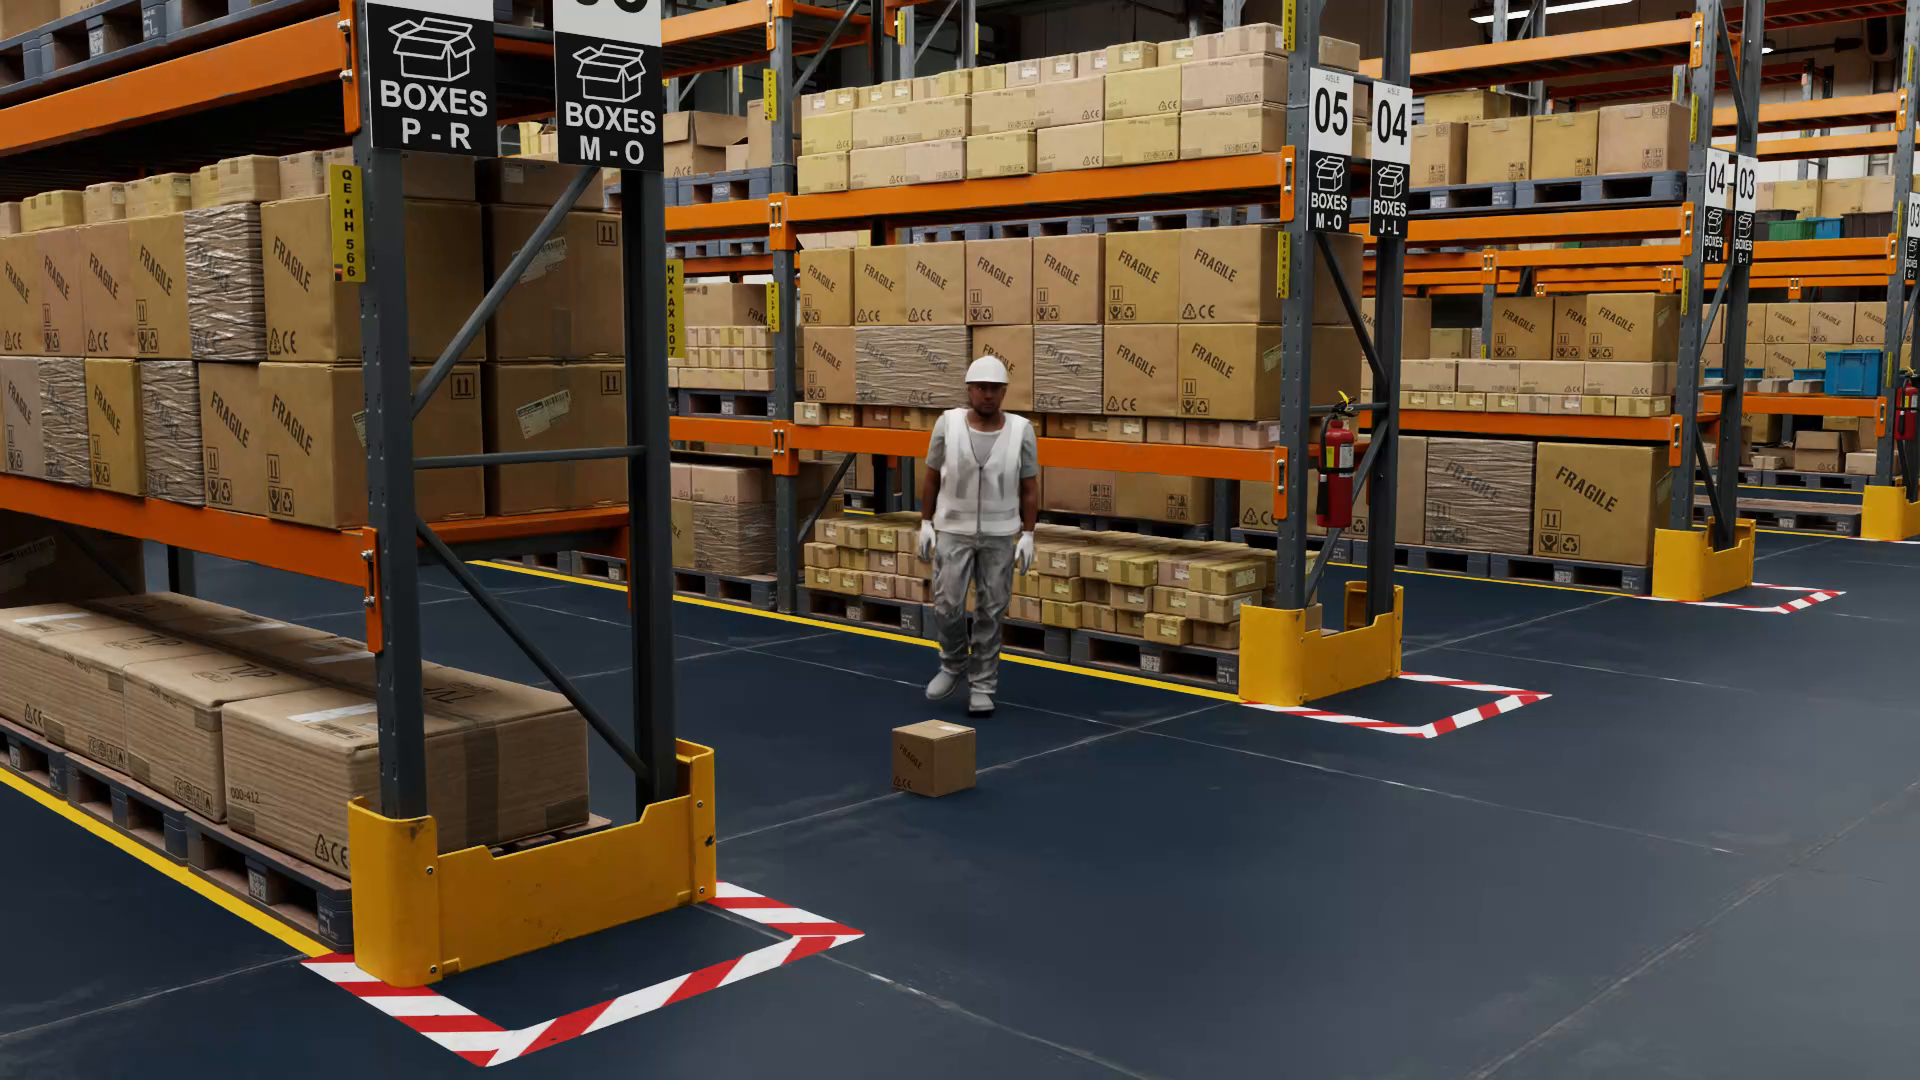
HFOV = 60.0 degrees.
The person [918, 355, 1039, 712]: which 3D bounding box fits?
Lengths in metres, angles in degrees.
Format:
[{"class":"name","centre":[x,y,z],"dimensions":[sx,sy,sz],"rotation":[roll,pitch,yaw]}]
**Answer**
[{"class":"person","centre":[0.093,-0.023,8.218],"dimensions":[0.592,1.771,0.506],"rotation":[-1,7,-4]}]
